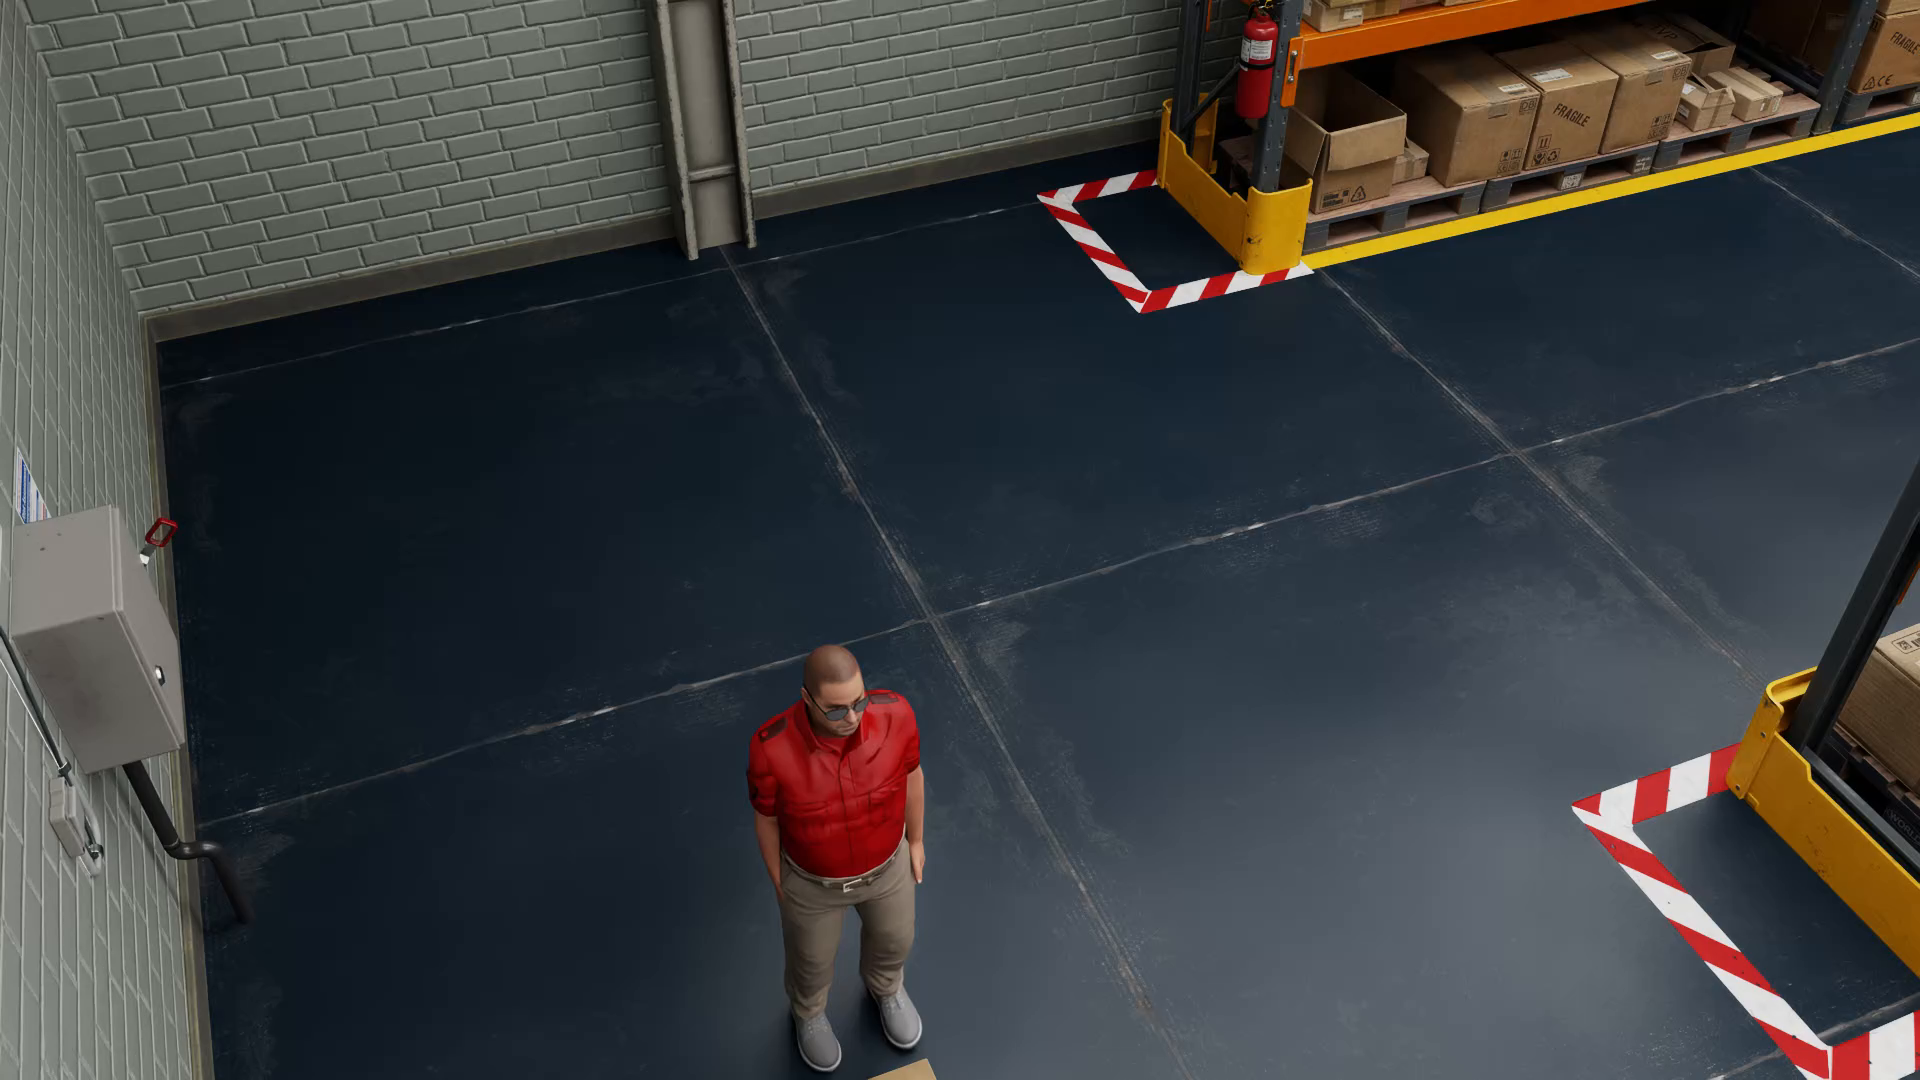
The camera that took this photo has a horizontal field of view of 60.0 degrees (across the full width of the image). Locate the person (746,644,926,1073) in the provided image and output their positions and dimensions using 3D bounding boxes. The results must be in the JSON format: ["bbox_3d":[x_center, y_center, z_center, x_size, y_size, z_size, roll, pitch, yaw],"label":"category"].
[{"bbox_3d":[-0.337,0.987,5.062,0.527,1.723,0.354,-14,43,-16],"label":"person"}]
